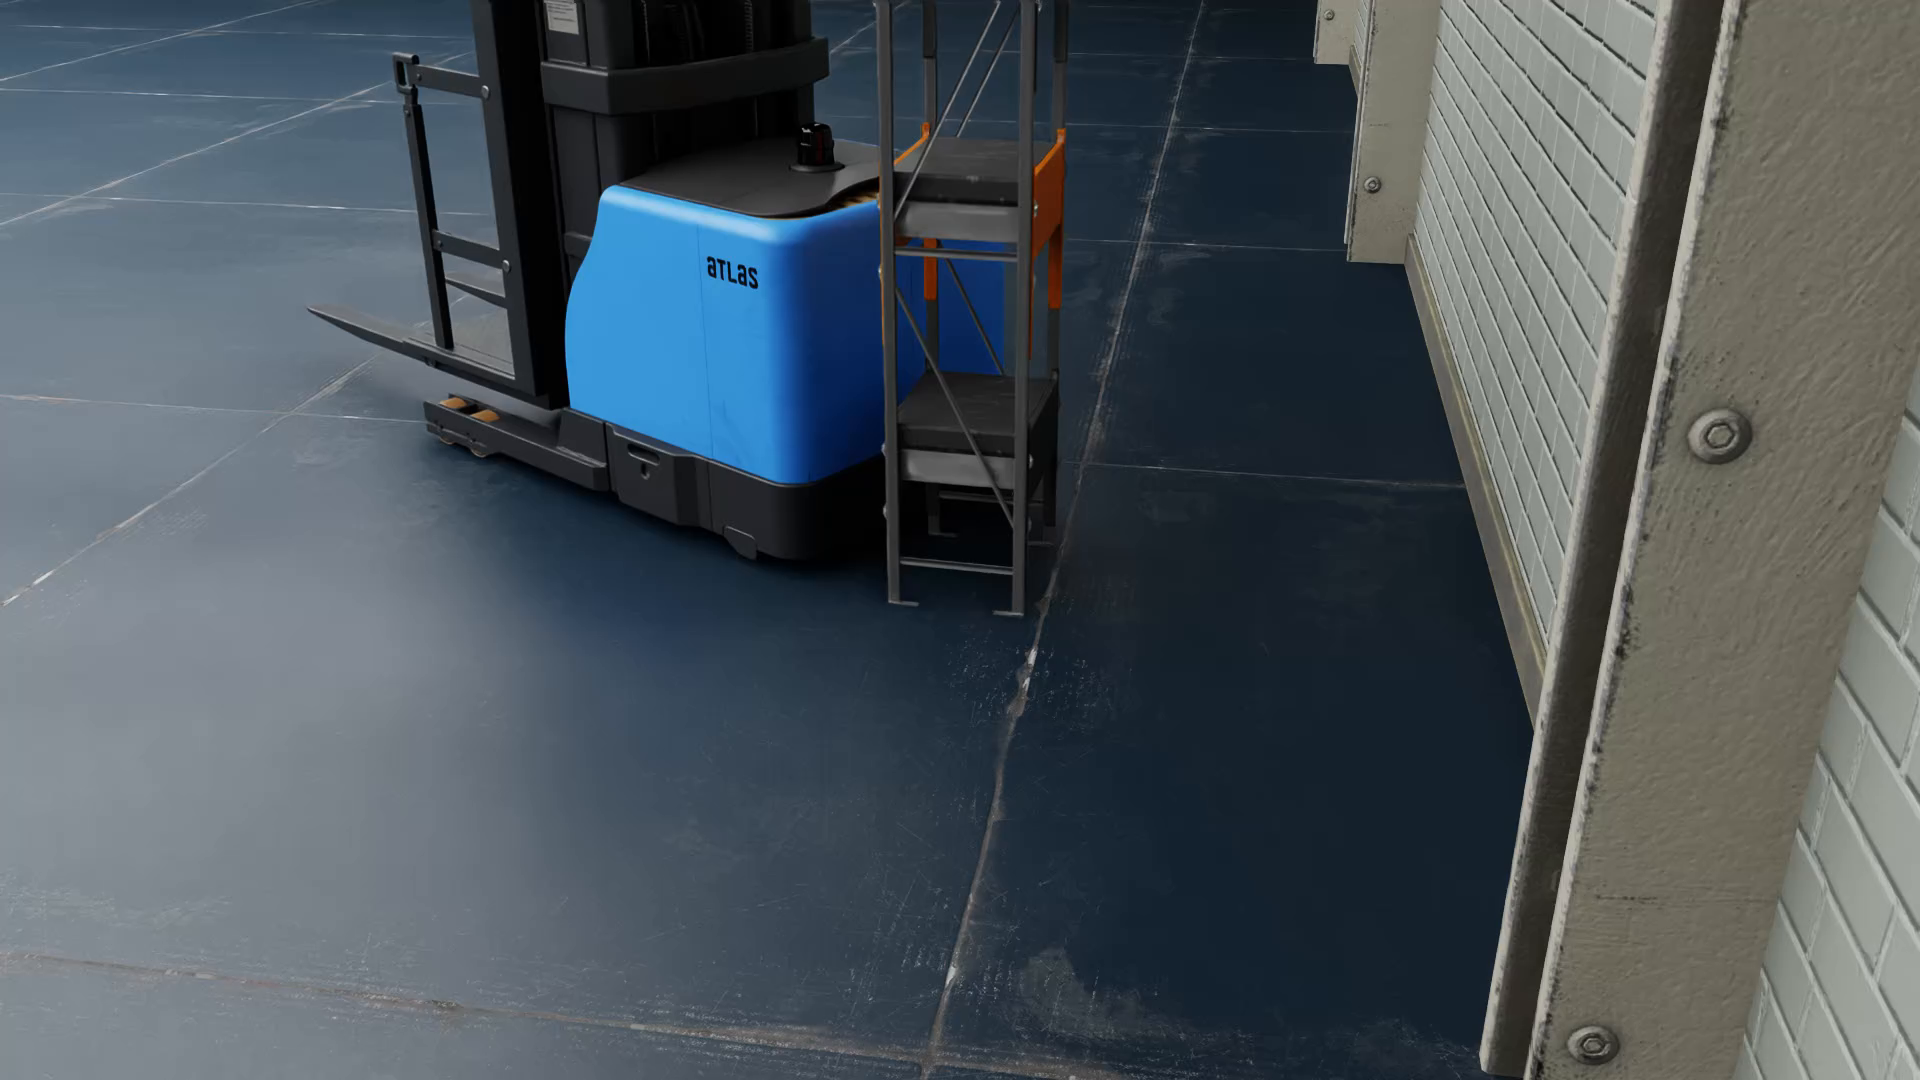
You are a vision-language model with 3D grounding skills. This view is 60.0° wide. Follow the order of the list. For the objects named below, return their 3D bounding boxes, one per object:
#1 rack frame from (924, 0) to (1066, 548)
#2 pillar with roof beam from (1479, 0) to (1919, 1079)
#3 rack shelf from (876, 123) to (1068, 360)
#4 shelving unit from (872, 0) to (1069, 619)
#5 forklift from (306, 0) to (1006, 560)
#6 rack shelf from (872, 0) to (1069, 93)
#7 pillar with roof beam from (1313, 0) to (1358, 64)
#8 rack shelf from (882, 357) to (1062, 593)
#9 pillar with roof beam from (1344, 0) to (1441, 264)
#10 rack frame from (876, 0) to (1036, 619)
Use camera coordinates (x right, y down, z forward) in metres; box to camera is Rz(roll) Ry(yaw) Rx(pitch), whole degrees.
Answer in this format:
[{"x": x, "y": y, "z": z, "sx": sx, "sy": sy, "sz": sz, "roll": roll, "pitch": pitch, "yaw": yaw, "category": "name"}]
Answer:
[{"x": 0.097, "y": -0.947, "z": 4.797, "sx": 0.400, "sy": 2.100, "sz": 0.015, "roll": 5, "pitch": 26, "yaw": 12, "category": "rack frame"}, {"x": -3.138, "y": -3.306, "z": 1.698, "sx": 9.100, "sy": 9.000, "sz": 0.400, "roll": 4, "pitch": 25, "yaw": 9, "category": "pillar with roof beam"}, {"x": 0.043, "y": -0.834, "z": 4.588, "sx": 0.431, "sy": 0.518, "sz": 0.480, "roll": 5, "pitch": 26, "yaw": 12, "category": "rack shelf"}, {"x": 0.043, "y": -0.847, "z": 4.582, "sx": 0.431, "sy": 2.100, "sz": 0.503, "roll": 5, "pitch": 26, "yaw": 12, "category": "shelving unit"}, {"x": -1.289, "y": -1.768, "z": 5.570, "sx": 3.031, "sy": 2.935, "sz": 1.130, "roll": 20, "pitch": 32, "yaw": 36, "category": "forklift"}, {"x": 0.043, "y": -1.468, "z": 4.291, "sx": 0.431, "sy": 0.518, "sz": 0.480, "roll": 5, "pitch": 26, "yaw": 12, "category": "rack shelf"}, {"x": -1.177, "y": -8.325, "z": 12.420, "sx": 9.100, "sy": 9.000, "sz": 0.400, "roll": 4, "pitch": 25, "yaw": 9, "category": "pillar with roof beam"}, {"x": 0.043, "y": -0.200, "z": 4.884, "sx": 0.431, "sy": 0.518, "sz": 0.480, "roll": 5, "pitch": 26, "yaw": 12, "category": "rack shelf"}, {"x": -2.157, "y": -5.815, "z": 7.059, "sx": 9.100, "sy": 9.000, "sz": 0.400, "roll": 4, "pitch": 25, "yaw": 9, "category": "pillar with roof beam"}, {"x": -0.011, "y": -0.746, "z": 4.366, "sx": 0.400, "sy": 2.100, "sz": 0.015, "roll": 5, "pitch": 26, "yaw": 12, "category": "rack frame"}]
